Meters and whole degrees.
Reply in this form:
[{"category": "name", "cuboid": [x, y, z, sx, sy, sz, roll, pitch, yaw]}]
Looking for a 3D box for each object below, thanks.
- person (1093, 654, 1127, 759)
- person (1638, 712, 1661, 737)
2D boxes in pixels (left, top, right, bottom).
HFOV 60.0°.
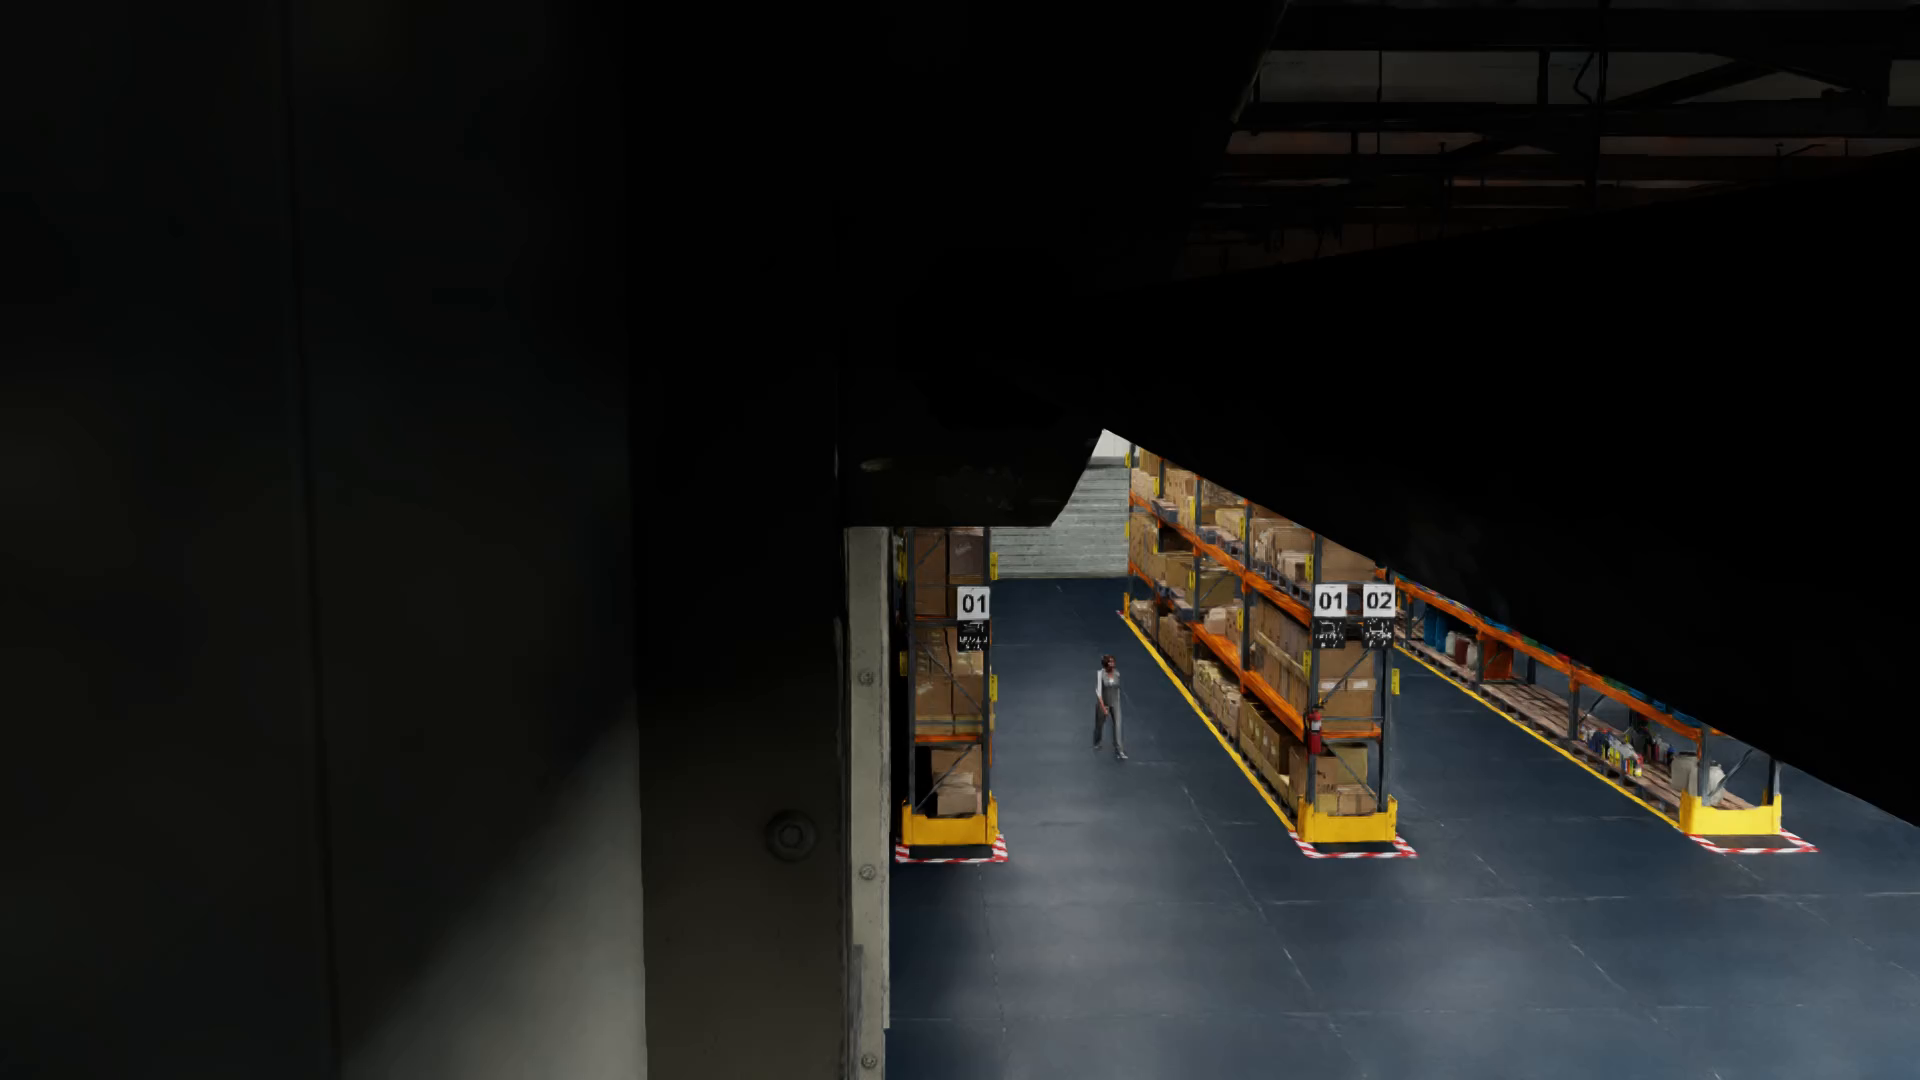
[{"category": "person", "cuboid": [2.182, 2.423, 24.546, 0.411, 1.530, 0.957, -1, 7, -11]}, {"category": "person", "cuboid": [10.635, 2.127, 25.770, 0.398, 1.793, 0.659, -3, 8, -23]}]
